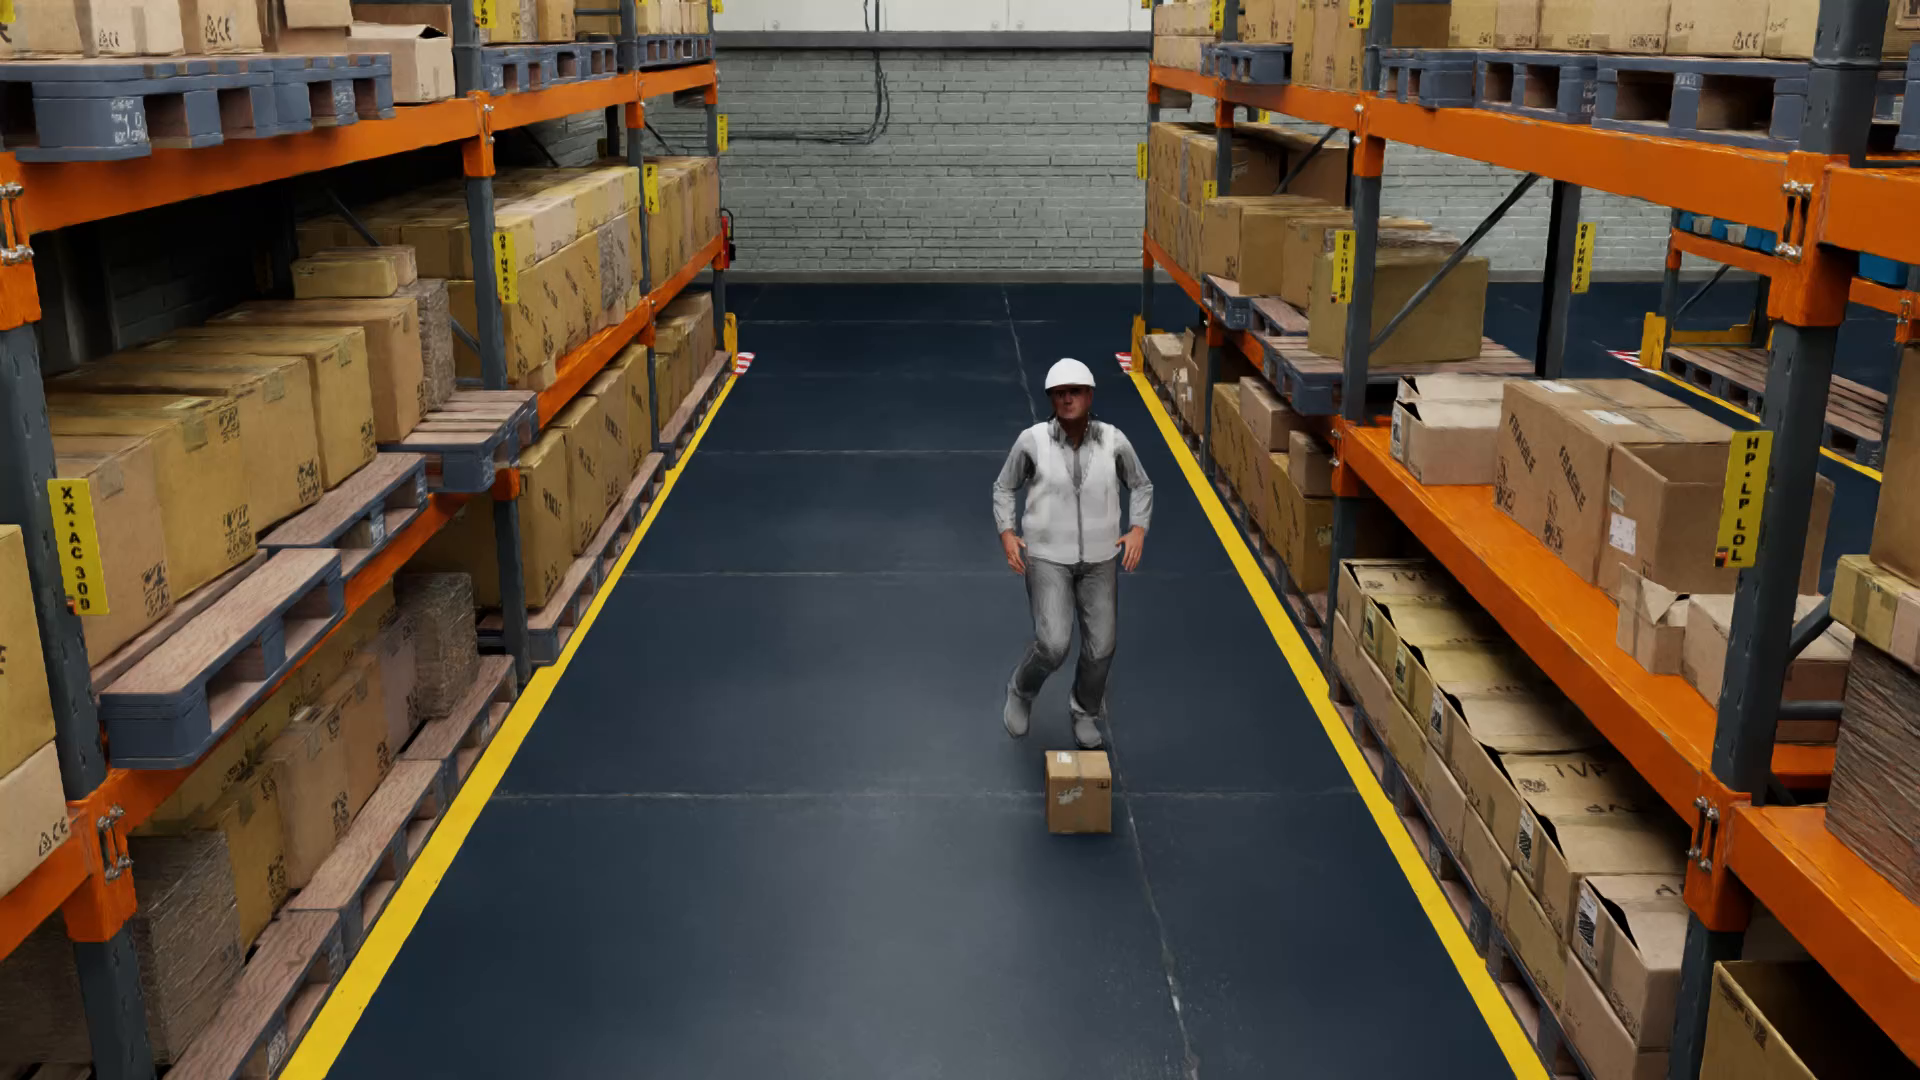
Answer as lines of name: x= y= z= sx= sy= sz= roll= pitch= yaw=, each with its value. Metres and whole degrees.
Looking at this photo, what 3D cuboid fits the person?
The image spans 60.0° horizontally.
person: x=0.525 y=0.074 z=7.322 sx=0.702 sy=1.744 sz=0.507 roll=-4 pitch=17 yaw=-12
